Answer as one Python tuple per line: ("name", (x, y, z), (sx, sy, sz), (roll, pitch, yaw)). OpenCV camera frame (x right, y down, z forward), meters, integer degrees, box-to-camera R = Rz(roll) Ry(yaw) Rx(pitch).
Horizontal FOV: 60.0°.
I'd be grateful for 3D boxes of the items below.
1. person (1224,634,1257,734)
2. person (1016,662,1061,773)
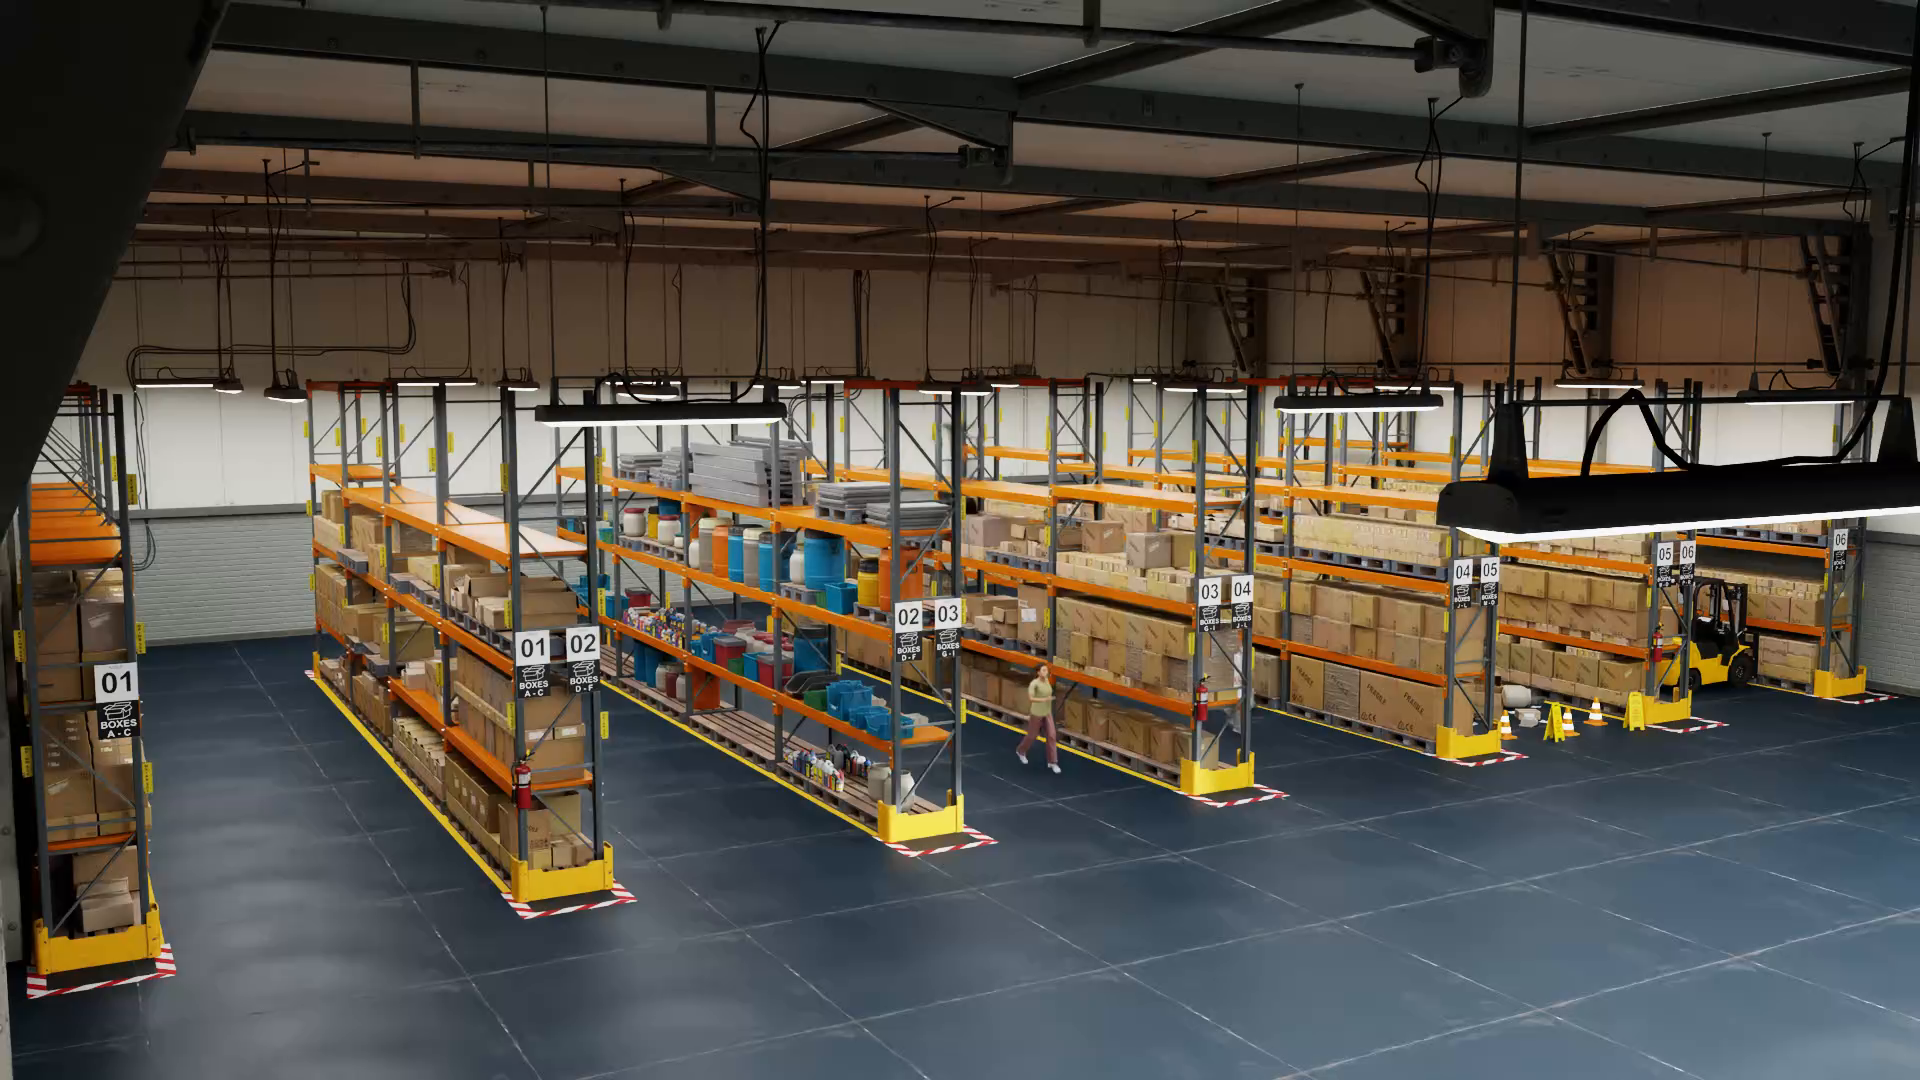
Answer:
("person", (4.709, 2.458, 28.423), (0.600, 1.734, 0.738), (5, 8, 42))
("person", (1.227, 2.724, 25.864), (0.562, 1.678, 0.948), (-5, 8, -40))
